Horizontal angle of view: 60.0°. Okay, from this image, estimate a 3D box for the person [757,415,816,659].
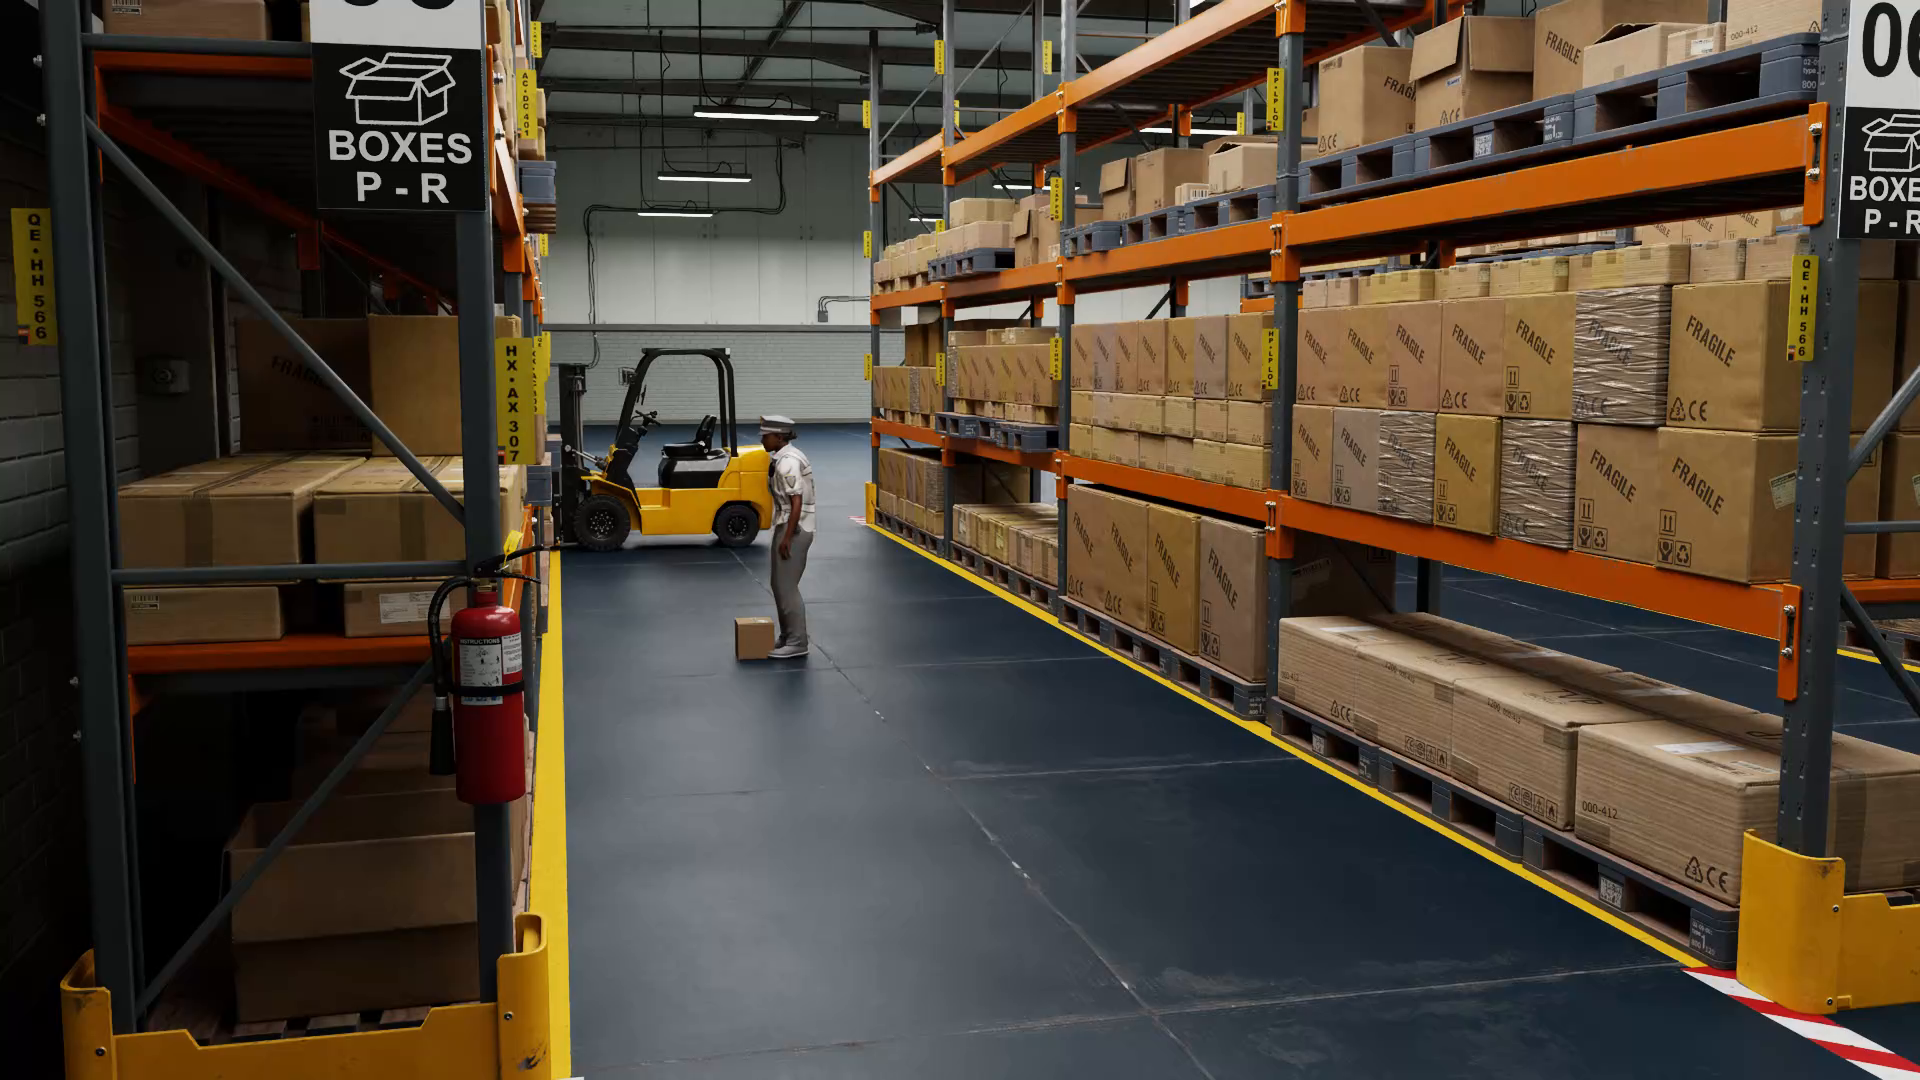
[{"bbox_3d":[-1.194,-0.030,11.462,0.393,1.658,0.507,-2,6,-14],"label":"person"}]
